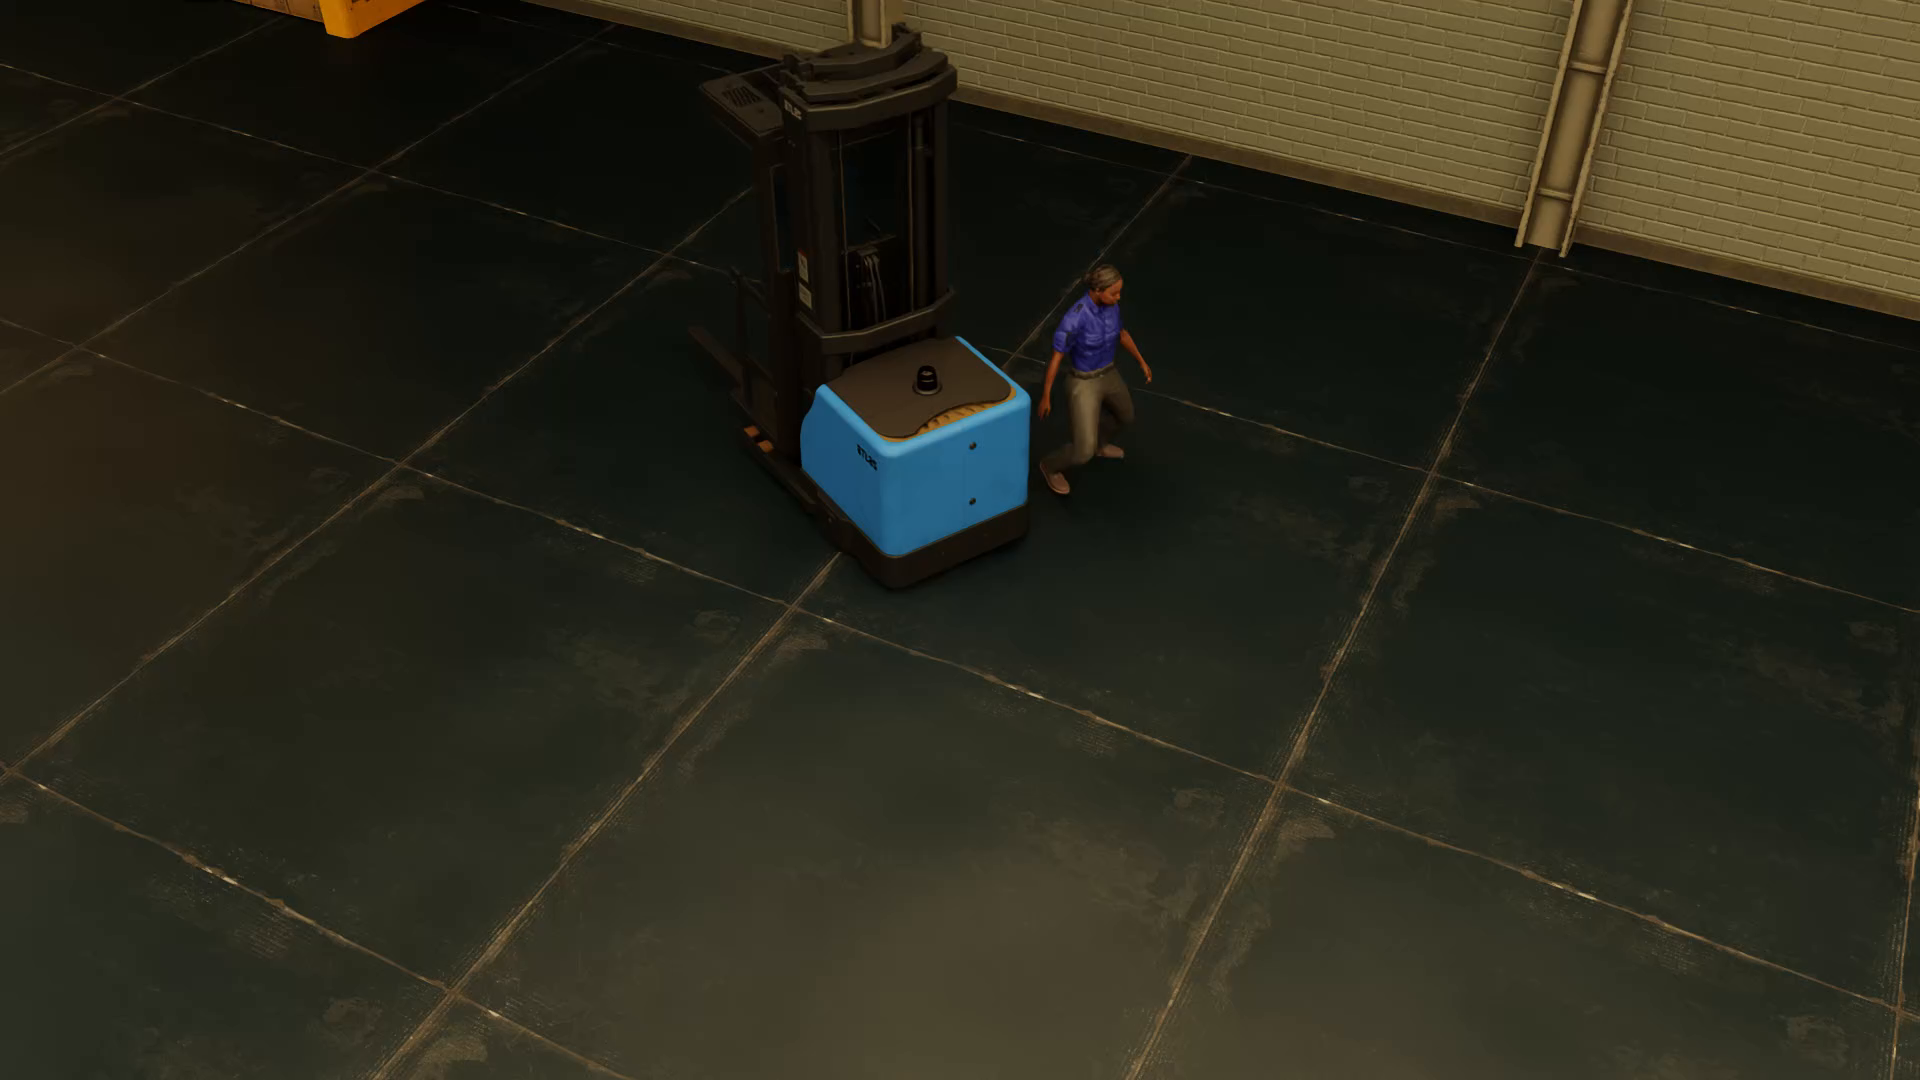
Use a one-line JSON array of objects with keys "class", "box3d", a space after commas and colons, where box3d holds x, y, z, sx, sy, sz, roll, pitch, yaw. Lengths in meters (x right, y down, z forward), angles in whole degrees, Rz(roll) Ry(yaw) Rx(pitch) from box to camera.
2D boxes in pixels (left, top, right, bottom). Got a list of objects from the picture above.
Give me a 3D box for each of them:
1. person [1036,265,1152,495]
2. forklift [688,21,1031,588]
[{"class": "person", "box3d": [0.822, -0.975, 10.230, 0.836, 1.567, 0.523, -30, 48, -31]}, {"class": "forklift", "box3d": [-0.802, -1.756, 10.071, 1.130, 2.935, 3.031, -23, 45, -25]}]
